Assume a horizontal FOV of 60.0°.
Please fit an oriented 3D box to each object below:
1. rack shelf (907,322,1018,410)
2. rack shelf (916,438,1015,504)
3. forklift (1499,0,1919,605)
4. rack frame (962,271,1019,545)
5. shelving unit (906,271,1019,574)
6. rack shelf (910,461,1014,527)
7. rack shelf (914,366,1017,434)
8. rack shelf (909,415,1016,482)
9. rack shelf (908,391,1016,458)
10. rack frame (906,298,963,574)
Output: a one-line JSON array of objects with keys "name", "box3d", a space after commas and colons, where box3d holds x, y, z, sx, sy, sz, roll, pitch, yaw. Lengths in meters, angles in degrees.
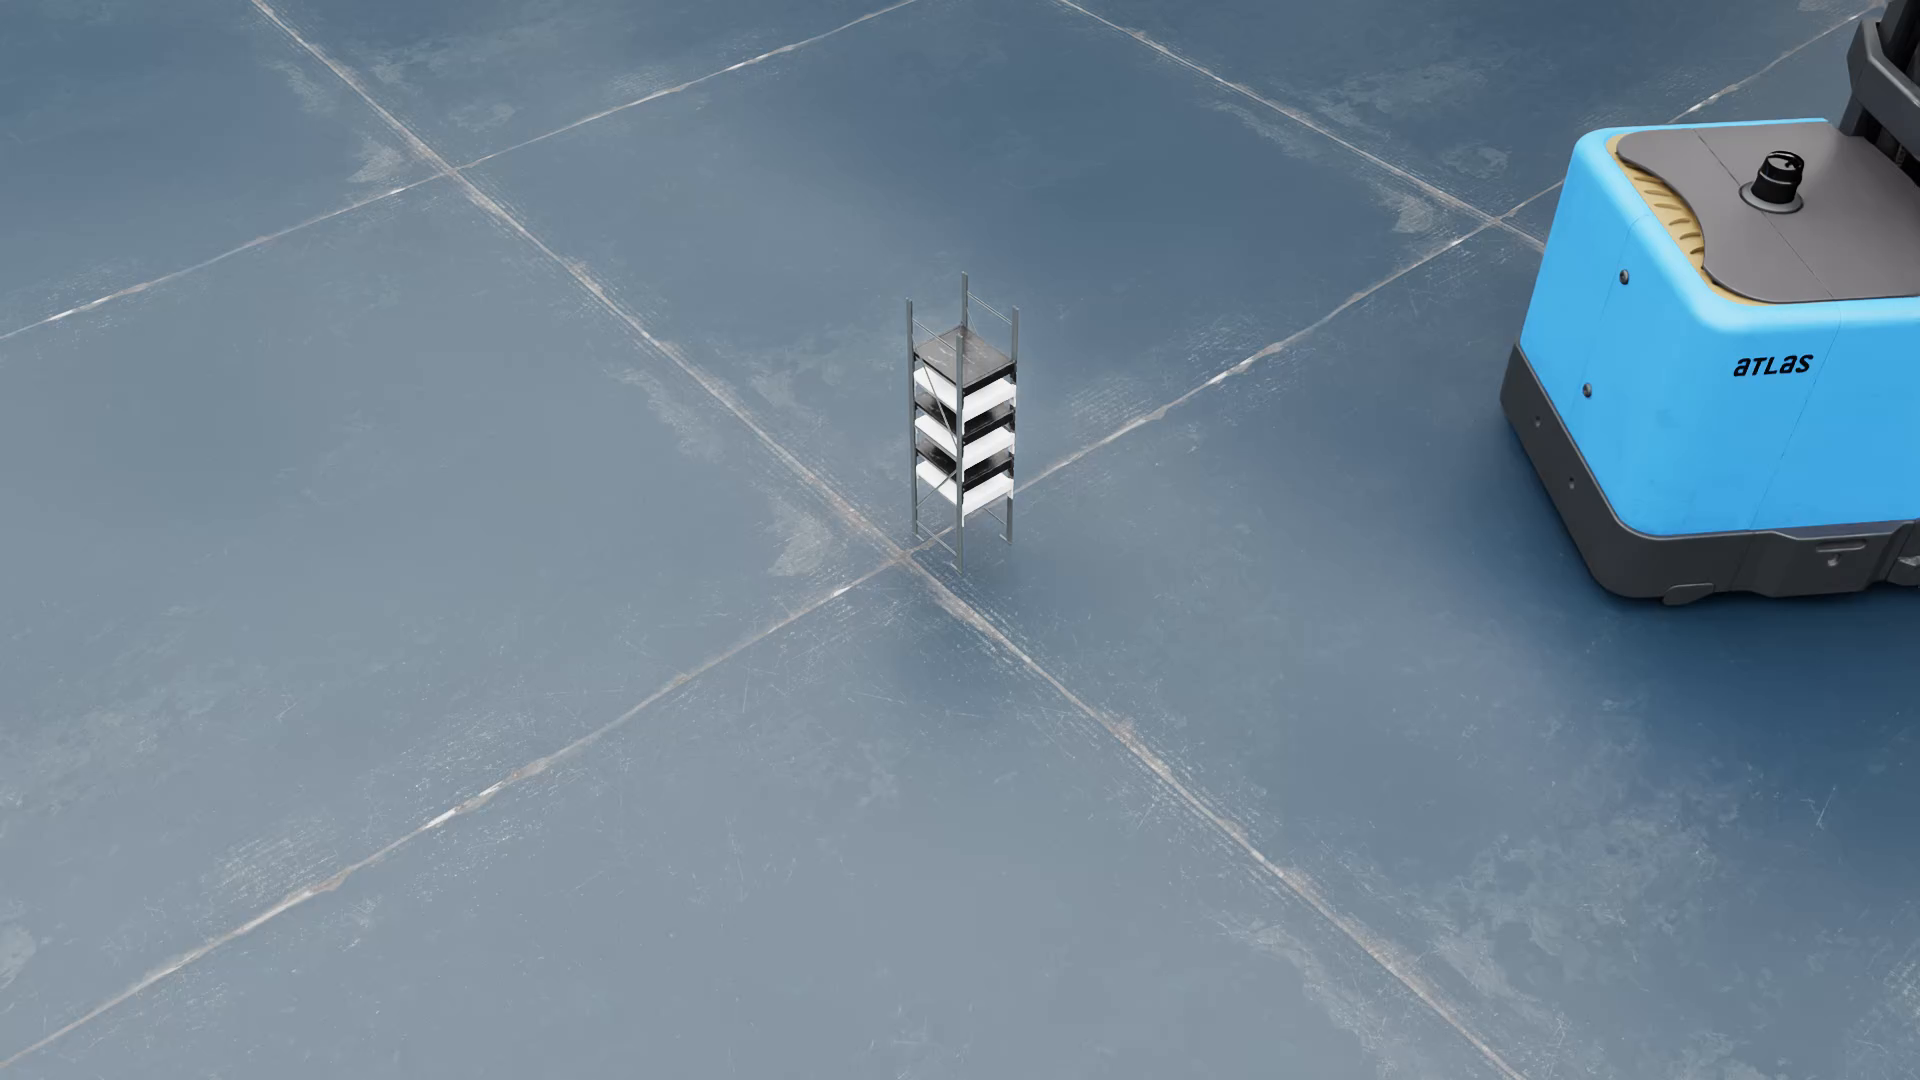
[{"name": "rack shelf", "box3d": [0.006, -0.504, 4.784, 0.200, 0.077, 0.258, -30, 51, -28]}, {"name": "rack shelf", "box3d": [0.006, -0.242, 5.030, 0.200, 0.077, 0.258, -30, 51, -28]}, {"name": "forklift", "box3d": [3.381, -1.293, 4.486, 3.031, 2.935, 1.130, -4, 43, -4]}, {"name": "rack frame", "box3d": [0.084, -0.376, 4.993, 0.006, 0.900, 0.240, -30, 51, -28]}, {"name": "shelving unit", "box3d": [0.006, -0.332, 4.946, 0.210, 0.900, 0.258, -30, 51, -28]}, {"name": "rack shelf", "box3d": [0.006, -0.176, 5.092, 0.200, 0.077, 0.258, -30, 51, -28]}, {"name": "rack shelf", "box3d": [0.006, -0.438, 4.845, 0.200, 0.077, 0.258, -30, 51, -28]}, {"name": "rack shelf", "box3d": [0.006, -0.307, 4.969, 0.200, 0.077, 0.258, -30, 51, -28]}, {"name": "rack shelf", "box3d": [0.006, -0.373, 4.907, 0.200, 0.077, 0.258, -30, 51, -28]}, {"name": "rack frame", "box3d": [-0.072, -0.287, 4.898, 0.006, 0.900, 0.240, -30, 51, -28]}]
